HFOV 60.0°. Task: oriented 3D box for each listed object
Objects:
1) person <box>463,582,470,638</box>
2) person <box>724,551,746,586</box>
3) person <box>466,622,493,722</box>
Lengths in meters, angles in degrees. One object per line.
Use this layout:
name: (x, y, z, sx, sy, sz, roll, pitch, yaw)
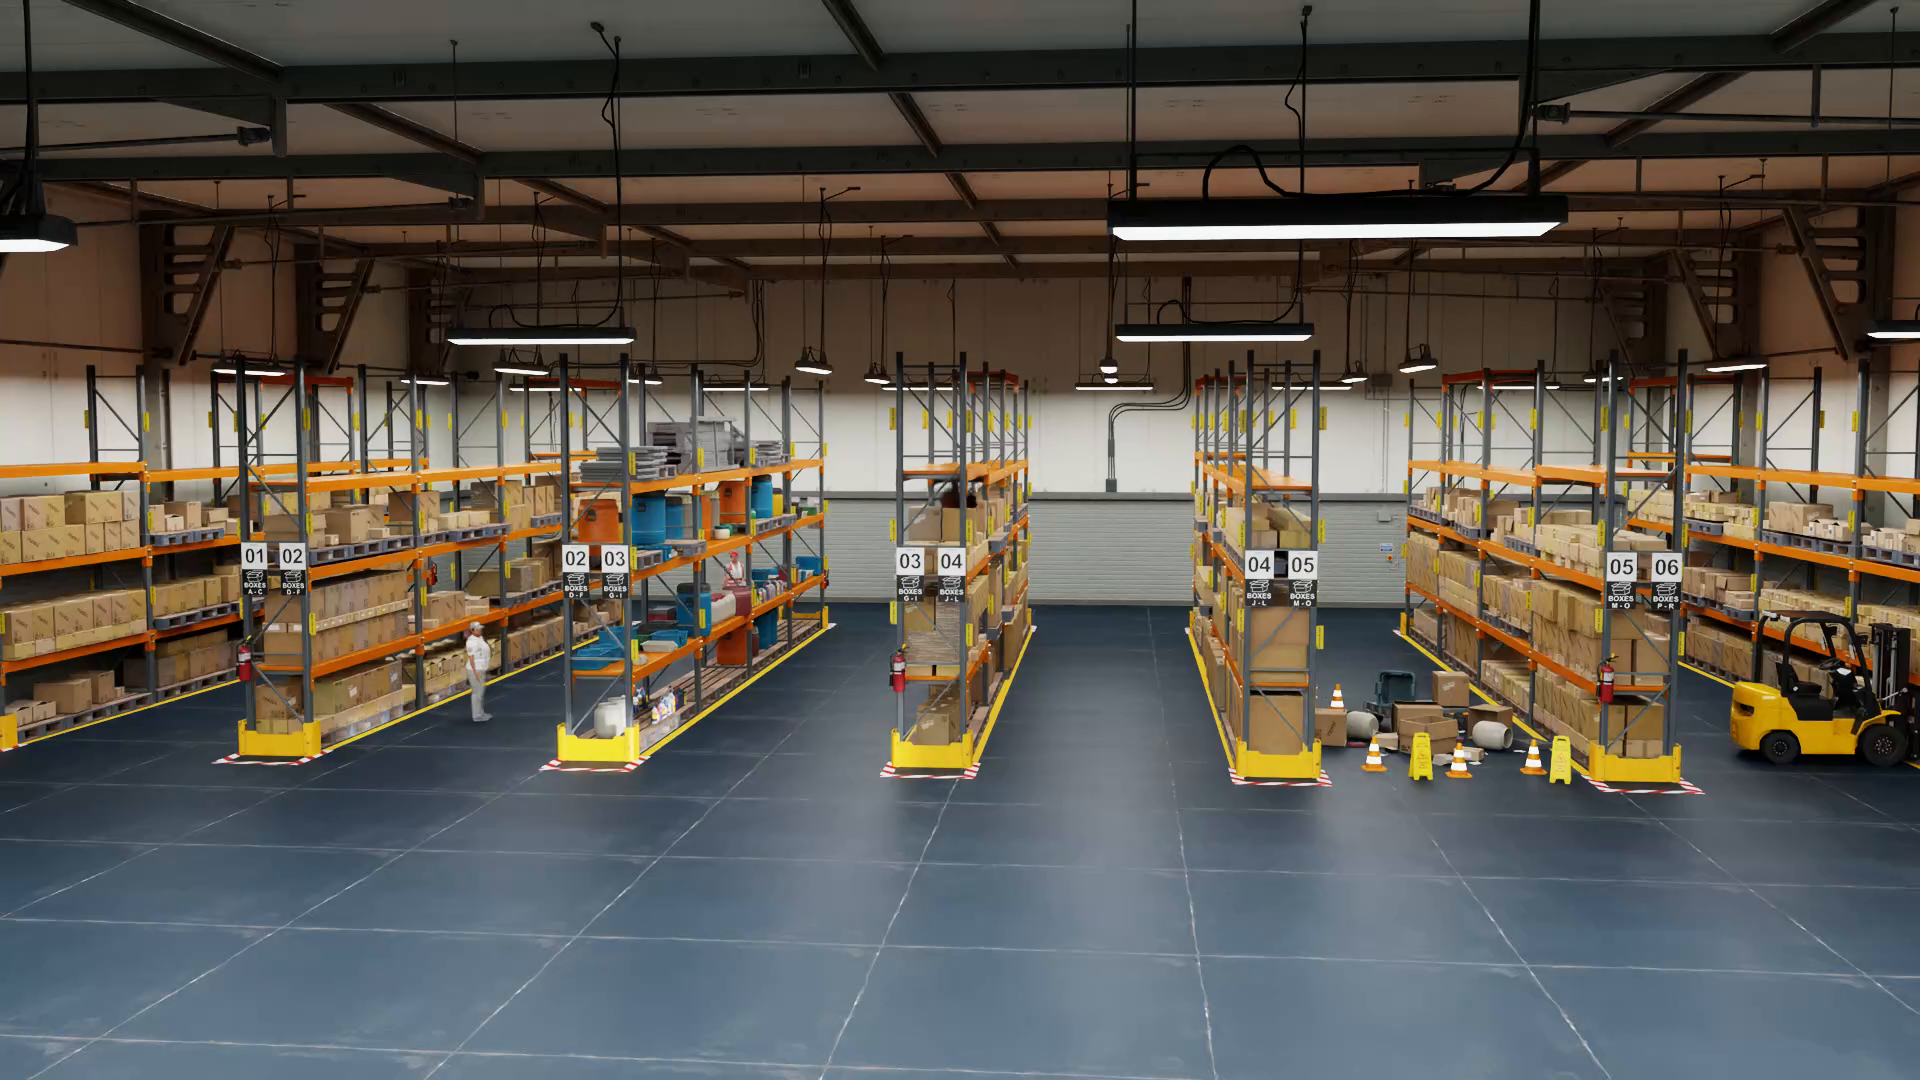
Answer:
person: (-11.064, 1.510, 37.817, 0.617, 1.648, 0.982, 0, 4, 6)
person: (-5.594, 1.168, 41.298, 0.494, 1.796, 0.564, 3, 5, 33)
person: (-8.049, 2.193, 27.859, 0.422, 1.669, 0.509, -1, 4, -10)
